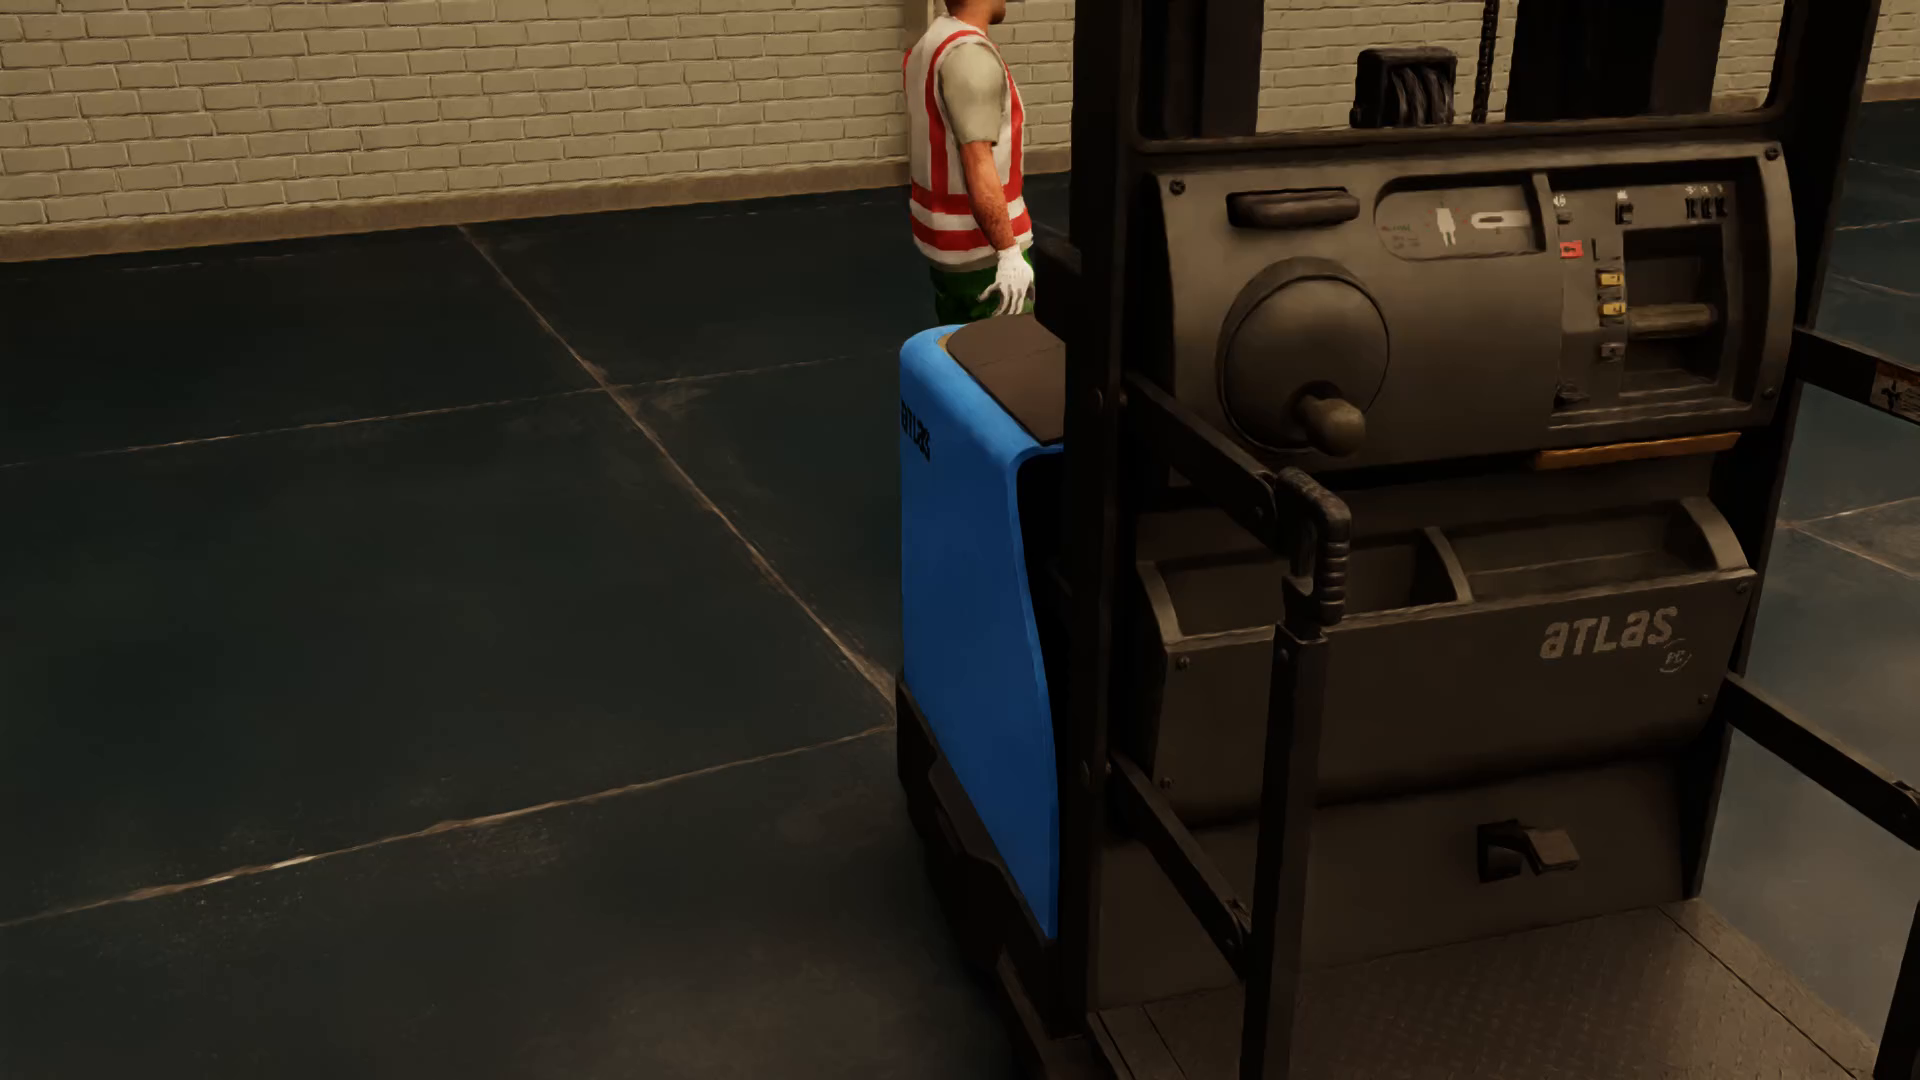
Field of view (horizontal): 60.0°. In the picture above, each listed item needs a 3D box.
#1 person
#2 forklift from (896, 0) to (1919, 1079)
[{"bbox_3d":[0.135,-0.844,4.816,0.559,1.788,0.686,-8,24,-18],"label":"person"},{"bbox_3d":[0.760,-0.300,2.008,1.130,2.935,3.031,-6,23,-15],"label":"forklift"}]
